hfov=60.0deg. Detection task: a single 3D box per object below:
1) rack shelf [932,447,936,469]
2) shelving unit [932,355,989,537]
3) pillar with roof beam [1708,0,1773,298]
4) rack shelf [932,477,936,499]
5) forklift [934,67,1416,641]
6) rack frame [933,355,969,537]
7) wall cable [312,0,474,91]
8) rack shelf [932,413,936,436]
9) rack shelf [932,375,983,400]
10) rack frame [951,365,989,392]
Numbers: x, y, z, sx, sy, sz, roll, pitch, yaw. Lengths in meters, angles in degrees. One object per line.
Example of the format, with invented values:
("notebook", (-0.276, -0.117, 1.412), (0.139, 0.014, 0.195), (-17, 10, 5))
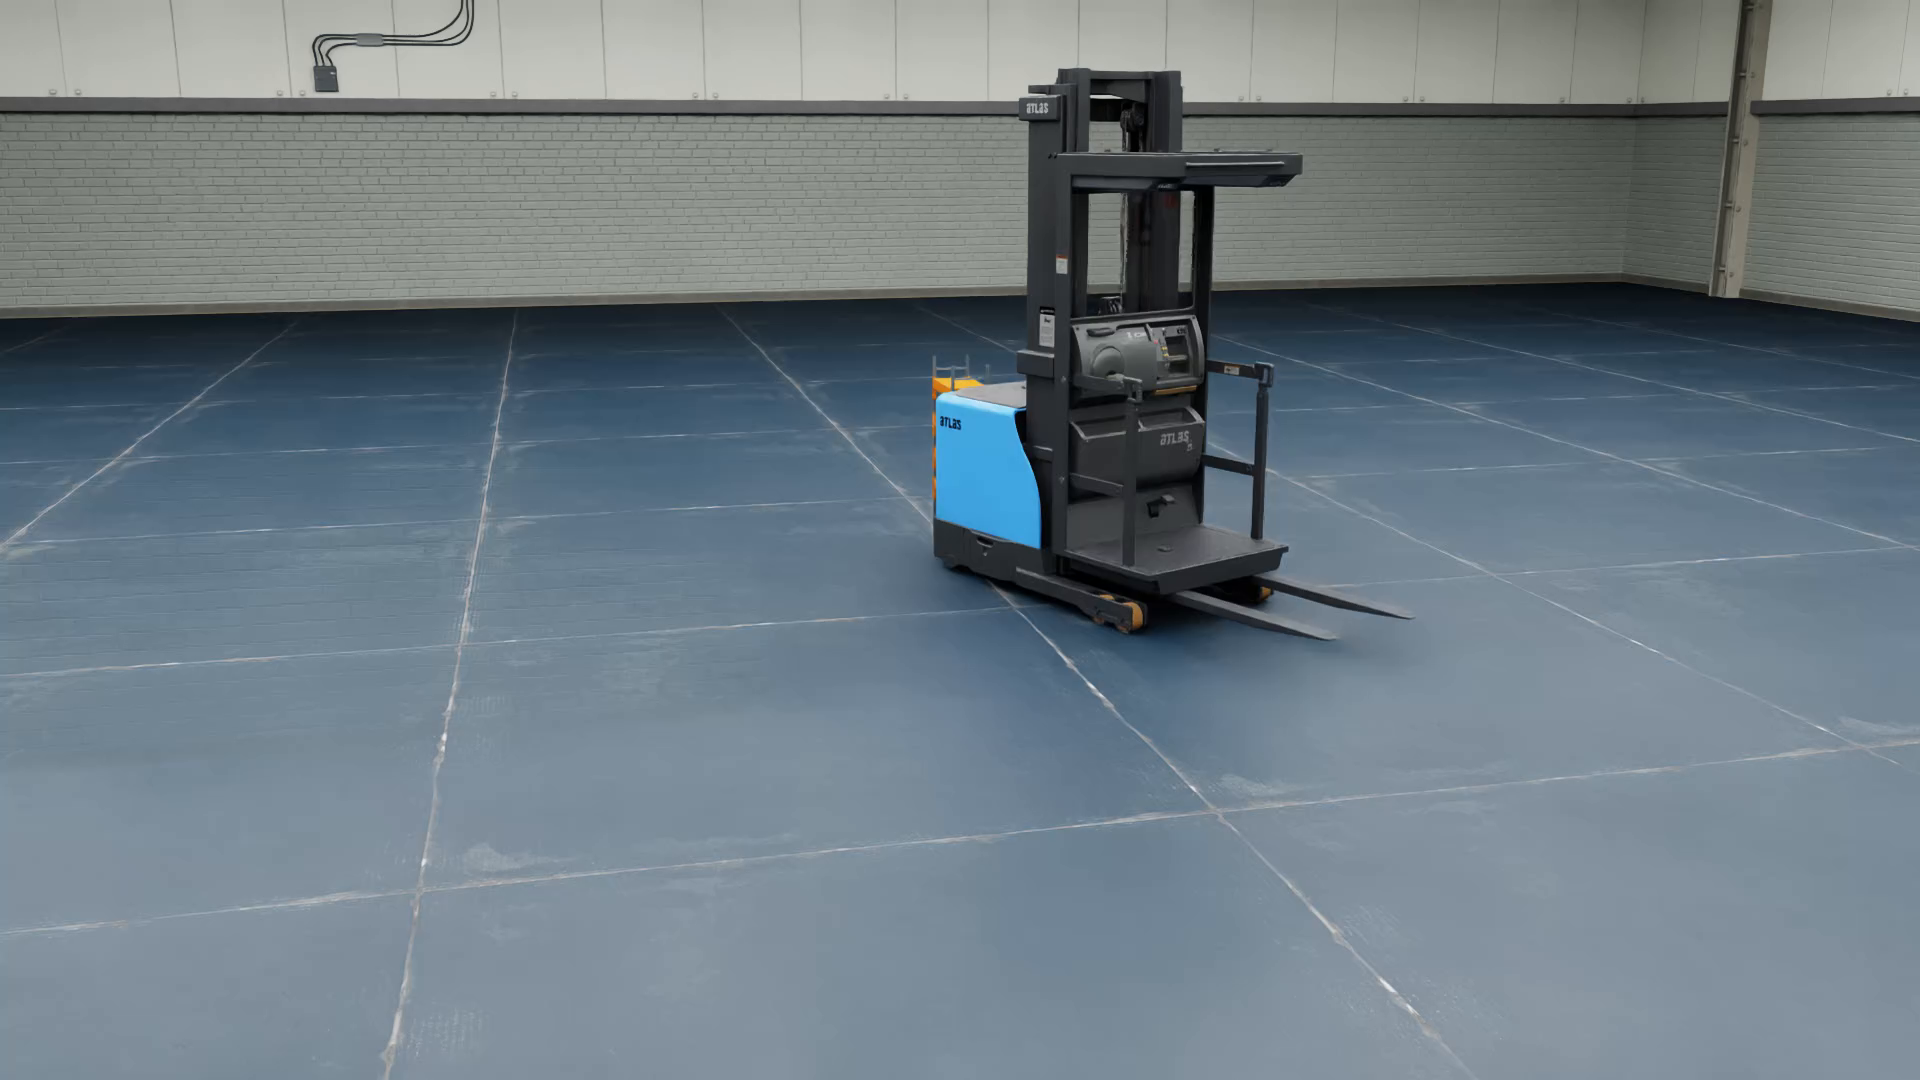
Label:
("rack shelf", (0.002, -0.490, 10.686), (0.258, 0.148, 0.480), (-3, 14, -14))
("shelving unit", (0.002, -0.555, 10.670), (0.258, 1.200, 0.503), (-3, 14, -14))
("pillar with roof beam", (8.330, -8.115, 25.181), (9.100, 9.000, 0.400), (-3, 14, -13))
("rack shelf", (0.002, -0.297, 10.733), (0.258, 0.148, 0.480), (-3, 14, -14))
("forklift", (1.129, -1.059, 9.088), (1.130, 2.935, 3.031), (-10, 17, -36))
("rack frame", (-0.059, -0.611, 10.900), (0.240, 1.200, 0.015), (-3, 14, -14))
("wall cable", (-8.279, -9.530, 23.807), (2.305, 6.003, 0.169), (-3, 14, -13))
("rack shelf", (0.002, -0.707, 10.633), (0.258, 0.148, 0.480), (-3, 14, -14))
("rack shelf", (0.002, -0.937, 10.577), (0.258, 0.148, 0.480), (-3, 14, -14))
("rack frame", (0.062, -0.499, 10.441), (0.240, 1.200, 0.015), (-3, 14, -14))
